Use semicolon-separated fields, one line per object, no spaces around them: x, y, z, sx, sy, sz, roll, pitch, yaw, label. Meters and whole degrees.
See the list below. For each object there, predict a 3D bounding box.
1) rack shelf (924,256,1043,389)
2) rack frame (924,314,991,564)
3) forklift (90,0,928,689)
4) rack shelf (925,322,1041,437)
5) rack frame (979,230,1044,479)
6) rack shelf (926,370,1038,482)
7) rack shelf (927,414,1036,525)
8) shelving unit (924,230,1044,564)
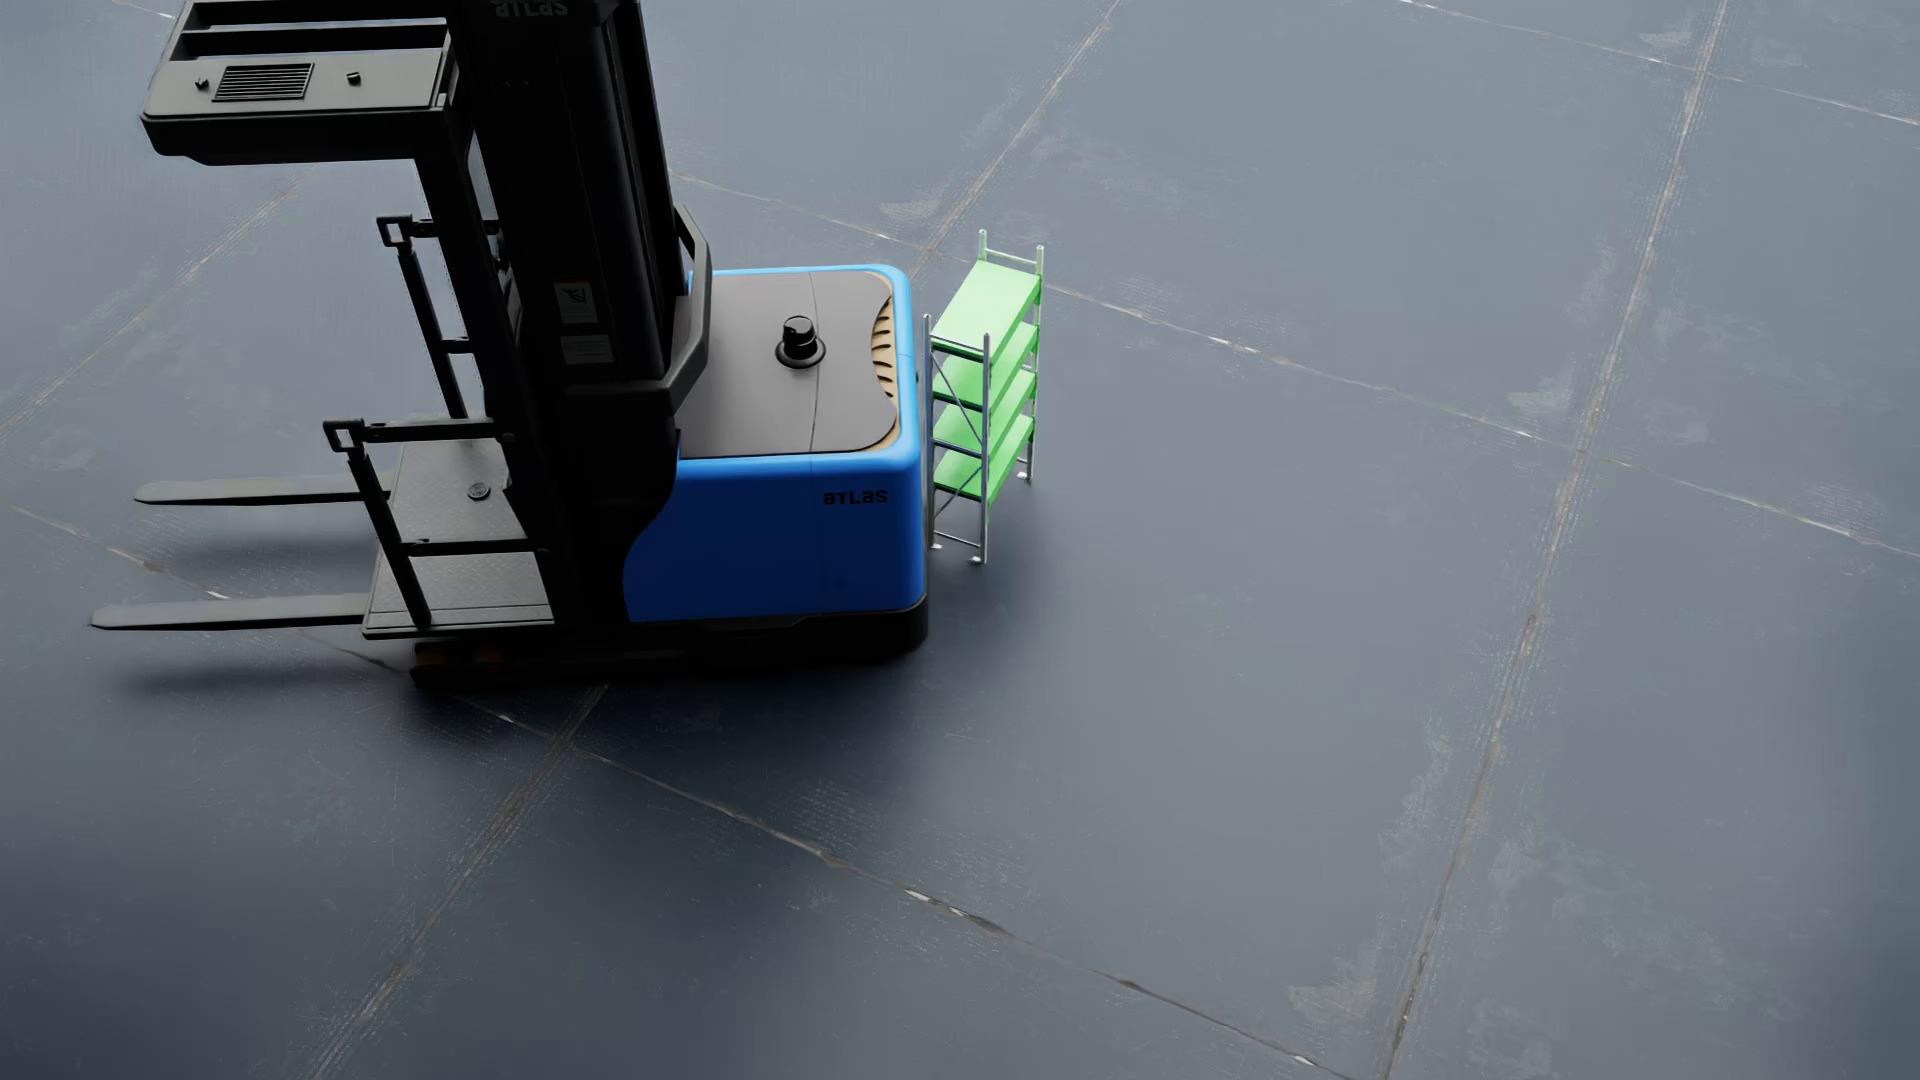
0.086;-0.776;5.891;0.258;0.148;0.480;18;52;15;rack shelf
-0.010;-0.336;6.062;0.240;1.200;0.015;18;52;15;rack frame
-1.656;-0.823;5.341;3.031;2.935;1.130;-3;50;-2;forklift
0.086;-0.621;6.074;0.258;0.148;0.480;18;52;15;rack shelf
0.182;-0.677;6.353;0.240;1.200;0.015;18;52;15;rack frame
0.086;-0.465;6.257;0.258;0.148;0.480;18;52;15;rack shelf
0.086;-0.309;6.439;0.258;0.148;0.480;18;52;15;rack shelf
0.086;-0.506;6.208;0.258;1.200;0.503;18;52;15;shelving unit
